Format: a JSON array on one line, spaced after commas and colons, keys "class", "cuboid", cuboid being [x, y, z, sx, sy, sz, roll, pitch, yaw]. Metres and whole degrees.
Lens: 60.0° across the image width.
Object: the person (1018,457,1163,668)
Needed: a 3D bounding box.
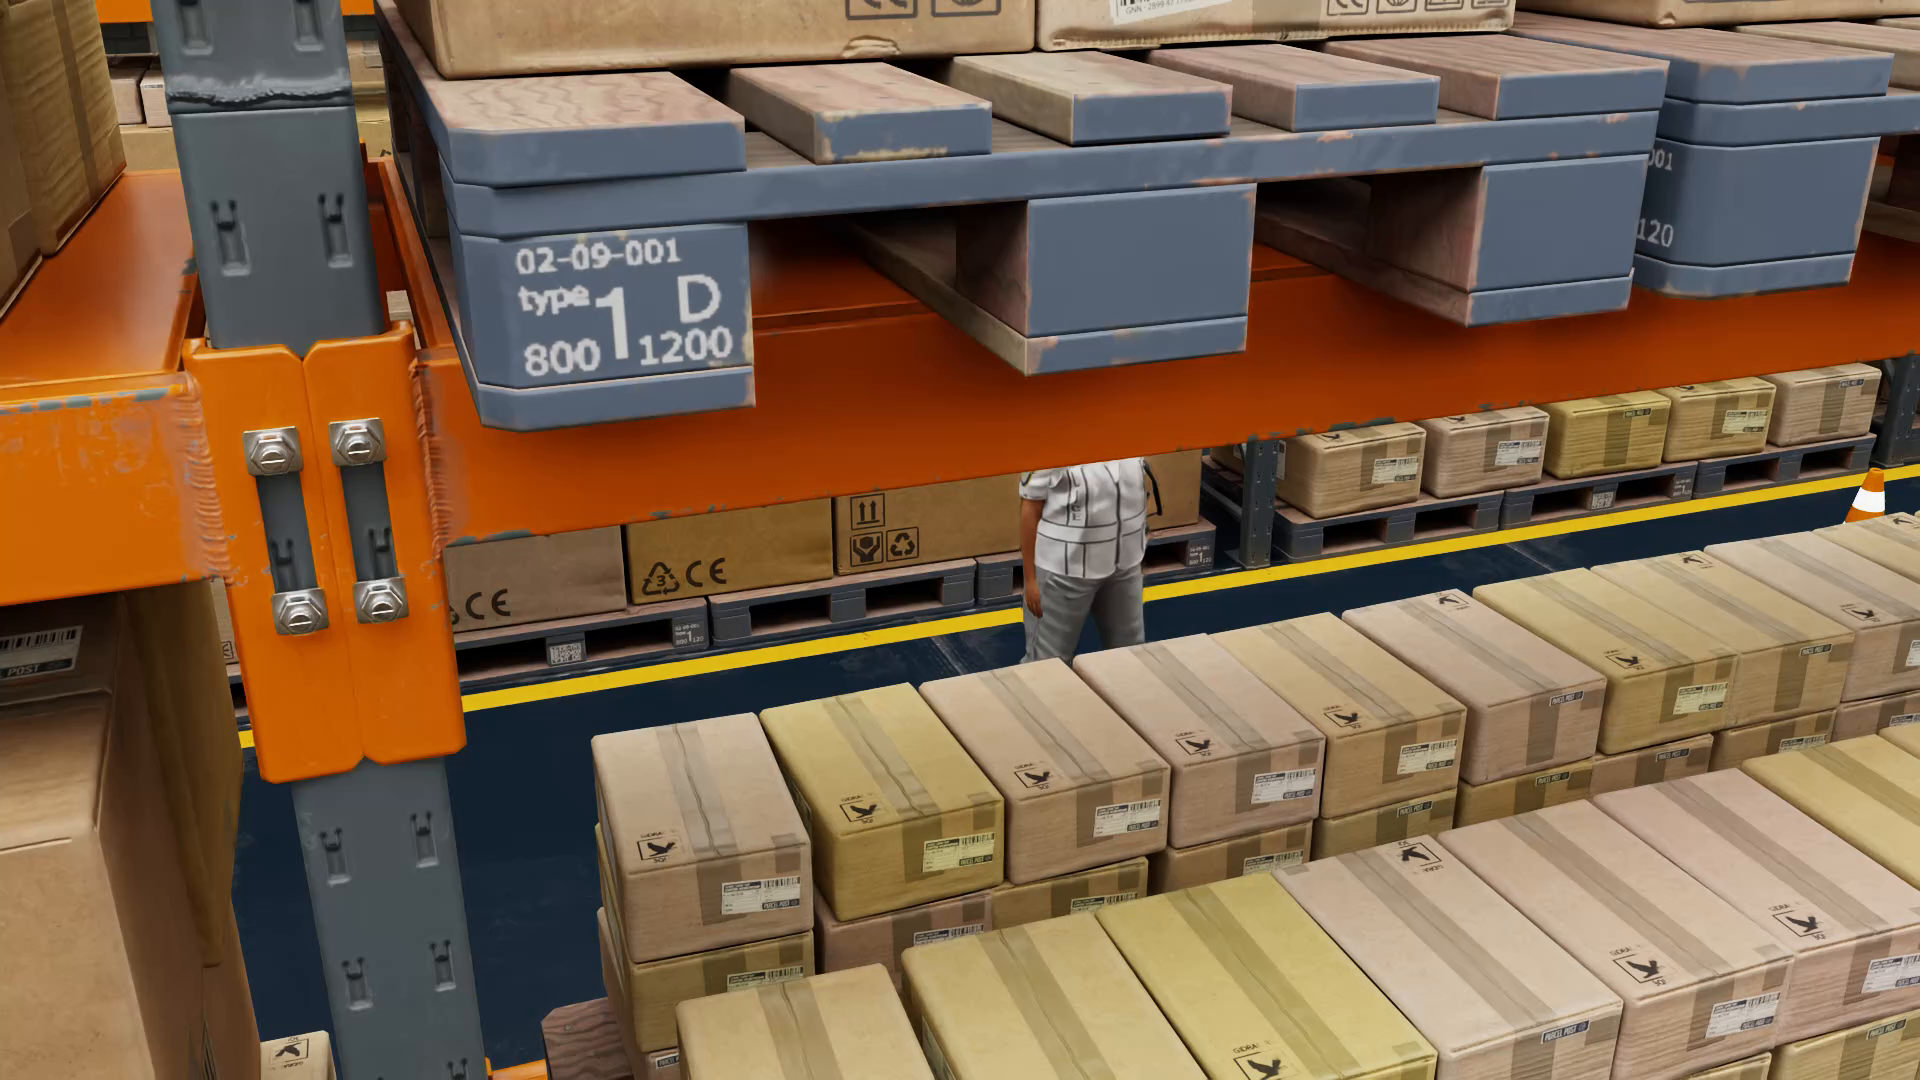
[{"class": "person", "cuboid": [0.465, 0.105, 5.842, 0.485, 1.670, 0.577, -15, 27, -32]}]
